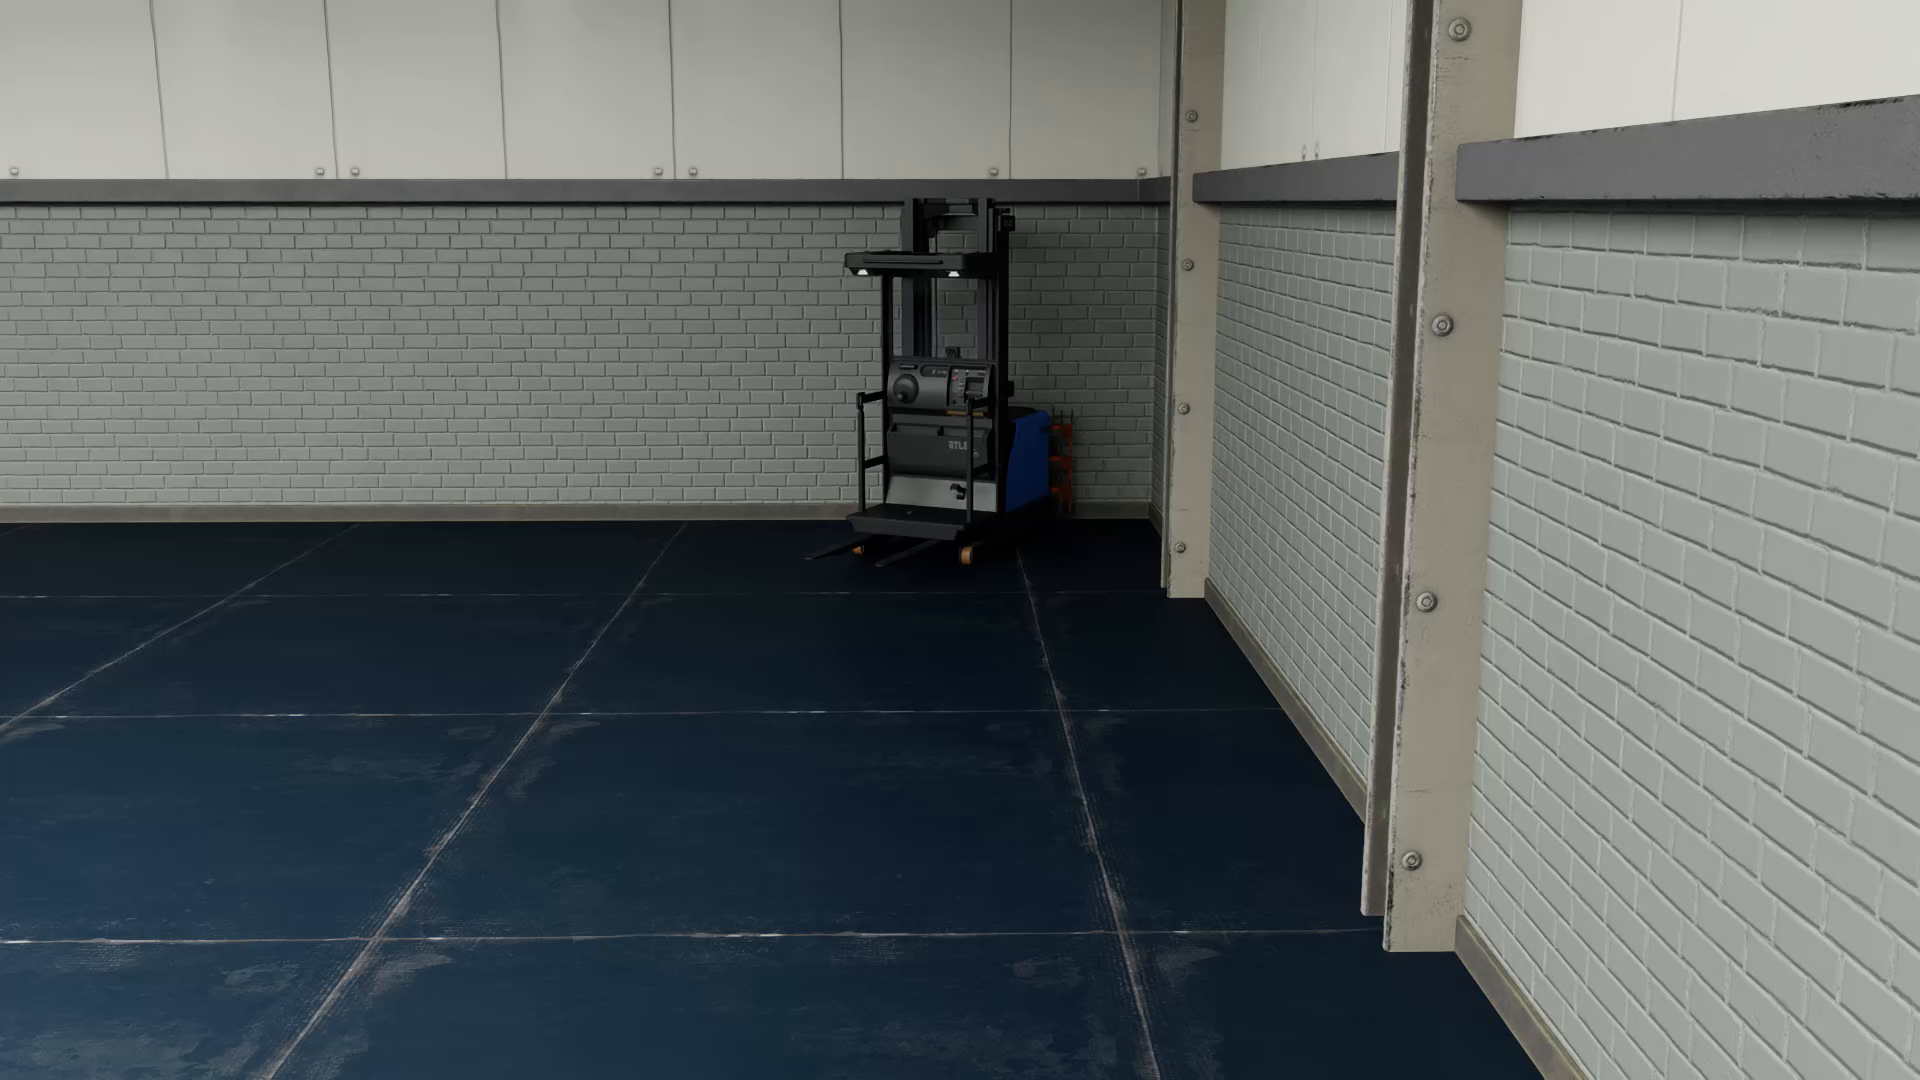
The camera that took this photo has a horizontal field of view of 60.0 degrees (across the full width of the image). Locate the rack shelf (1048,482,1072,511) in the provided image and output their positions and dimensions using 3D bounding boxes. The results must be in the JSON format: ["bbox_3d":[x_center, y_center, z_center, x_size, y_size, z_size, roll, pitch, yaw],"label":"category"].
[{"bbox_3d":[0.878,-0.387,15.251,0.215,0.259,0.240,5,10,25],"label":"rack shelf"}]

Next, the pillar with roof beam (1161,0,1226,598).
[{"bbox_3d":[-2.598,-4.002,11.651,9.100,9.000,0.400,0,11,-1],"label":"pillar with roof beam"}]

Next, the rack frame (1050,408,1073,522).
[{"bbox_3d":[0.936,-0.689,15.313,0.200,1.050,0.008,5,10,25],"label":"rack frame"}]

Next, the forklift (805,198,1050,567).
[{"bbox_3d":[-0.259,-1.324,13.713,1.130,2.935,3.031,5,13,24],"label":"forklift"}]

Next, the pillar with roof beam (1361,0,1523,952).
[{"bbox_3d":[-2.474,-2.809,5.772,9.100,9.000,0.400,0,11,-1],"label":"pillar with roof beam"}]

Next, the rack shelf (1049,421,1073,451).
[{"bbox_3d":[0.886,-0.942,15.161,0.215,0.259,0.240,5,10,25],"label":"rack shelf"}]

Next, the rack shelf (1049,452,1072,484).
[{"bbox_3d":[0.882,-0.662,15.206,0.215,0.259,0.240,5,10,25],"label":"rack shelf"}]

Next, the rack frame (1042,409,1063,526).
[{"bbox_3d":[0.829,-0.655,15.096,0.200,1.050,0.008,5,10,25],"label":"rack frame"}]

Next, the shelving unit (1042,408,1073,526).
[{"bbox_3d":[0.882,-0.672,15.204,0.215,1.050,0.252,5,10,25],"label":"shelving unit"}]
